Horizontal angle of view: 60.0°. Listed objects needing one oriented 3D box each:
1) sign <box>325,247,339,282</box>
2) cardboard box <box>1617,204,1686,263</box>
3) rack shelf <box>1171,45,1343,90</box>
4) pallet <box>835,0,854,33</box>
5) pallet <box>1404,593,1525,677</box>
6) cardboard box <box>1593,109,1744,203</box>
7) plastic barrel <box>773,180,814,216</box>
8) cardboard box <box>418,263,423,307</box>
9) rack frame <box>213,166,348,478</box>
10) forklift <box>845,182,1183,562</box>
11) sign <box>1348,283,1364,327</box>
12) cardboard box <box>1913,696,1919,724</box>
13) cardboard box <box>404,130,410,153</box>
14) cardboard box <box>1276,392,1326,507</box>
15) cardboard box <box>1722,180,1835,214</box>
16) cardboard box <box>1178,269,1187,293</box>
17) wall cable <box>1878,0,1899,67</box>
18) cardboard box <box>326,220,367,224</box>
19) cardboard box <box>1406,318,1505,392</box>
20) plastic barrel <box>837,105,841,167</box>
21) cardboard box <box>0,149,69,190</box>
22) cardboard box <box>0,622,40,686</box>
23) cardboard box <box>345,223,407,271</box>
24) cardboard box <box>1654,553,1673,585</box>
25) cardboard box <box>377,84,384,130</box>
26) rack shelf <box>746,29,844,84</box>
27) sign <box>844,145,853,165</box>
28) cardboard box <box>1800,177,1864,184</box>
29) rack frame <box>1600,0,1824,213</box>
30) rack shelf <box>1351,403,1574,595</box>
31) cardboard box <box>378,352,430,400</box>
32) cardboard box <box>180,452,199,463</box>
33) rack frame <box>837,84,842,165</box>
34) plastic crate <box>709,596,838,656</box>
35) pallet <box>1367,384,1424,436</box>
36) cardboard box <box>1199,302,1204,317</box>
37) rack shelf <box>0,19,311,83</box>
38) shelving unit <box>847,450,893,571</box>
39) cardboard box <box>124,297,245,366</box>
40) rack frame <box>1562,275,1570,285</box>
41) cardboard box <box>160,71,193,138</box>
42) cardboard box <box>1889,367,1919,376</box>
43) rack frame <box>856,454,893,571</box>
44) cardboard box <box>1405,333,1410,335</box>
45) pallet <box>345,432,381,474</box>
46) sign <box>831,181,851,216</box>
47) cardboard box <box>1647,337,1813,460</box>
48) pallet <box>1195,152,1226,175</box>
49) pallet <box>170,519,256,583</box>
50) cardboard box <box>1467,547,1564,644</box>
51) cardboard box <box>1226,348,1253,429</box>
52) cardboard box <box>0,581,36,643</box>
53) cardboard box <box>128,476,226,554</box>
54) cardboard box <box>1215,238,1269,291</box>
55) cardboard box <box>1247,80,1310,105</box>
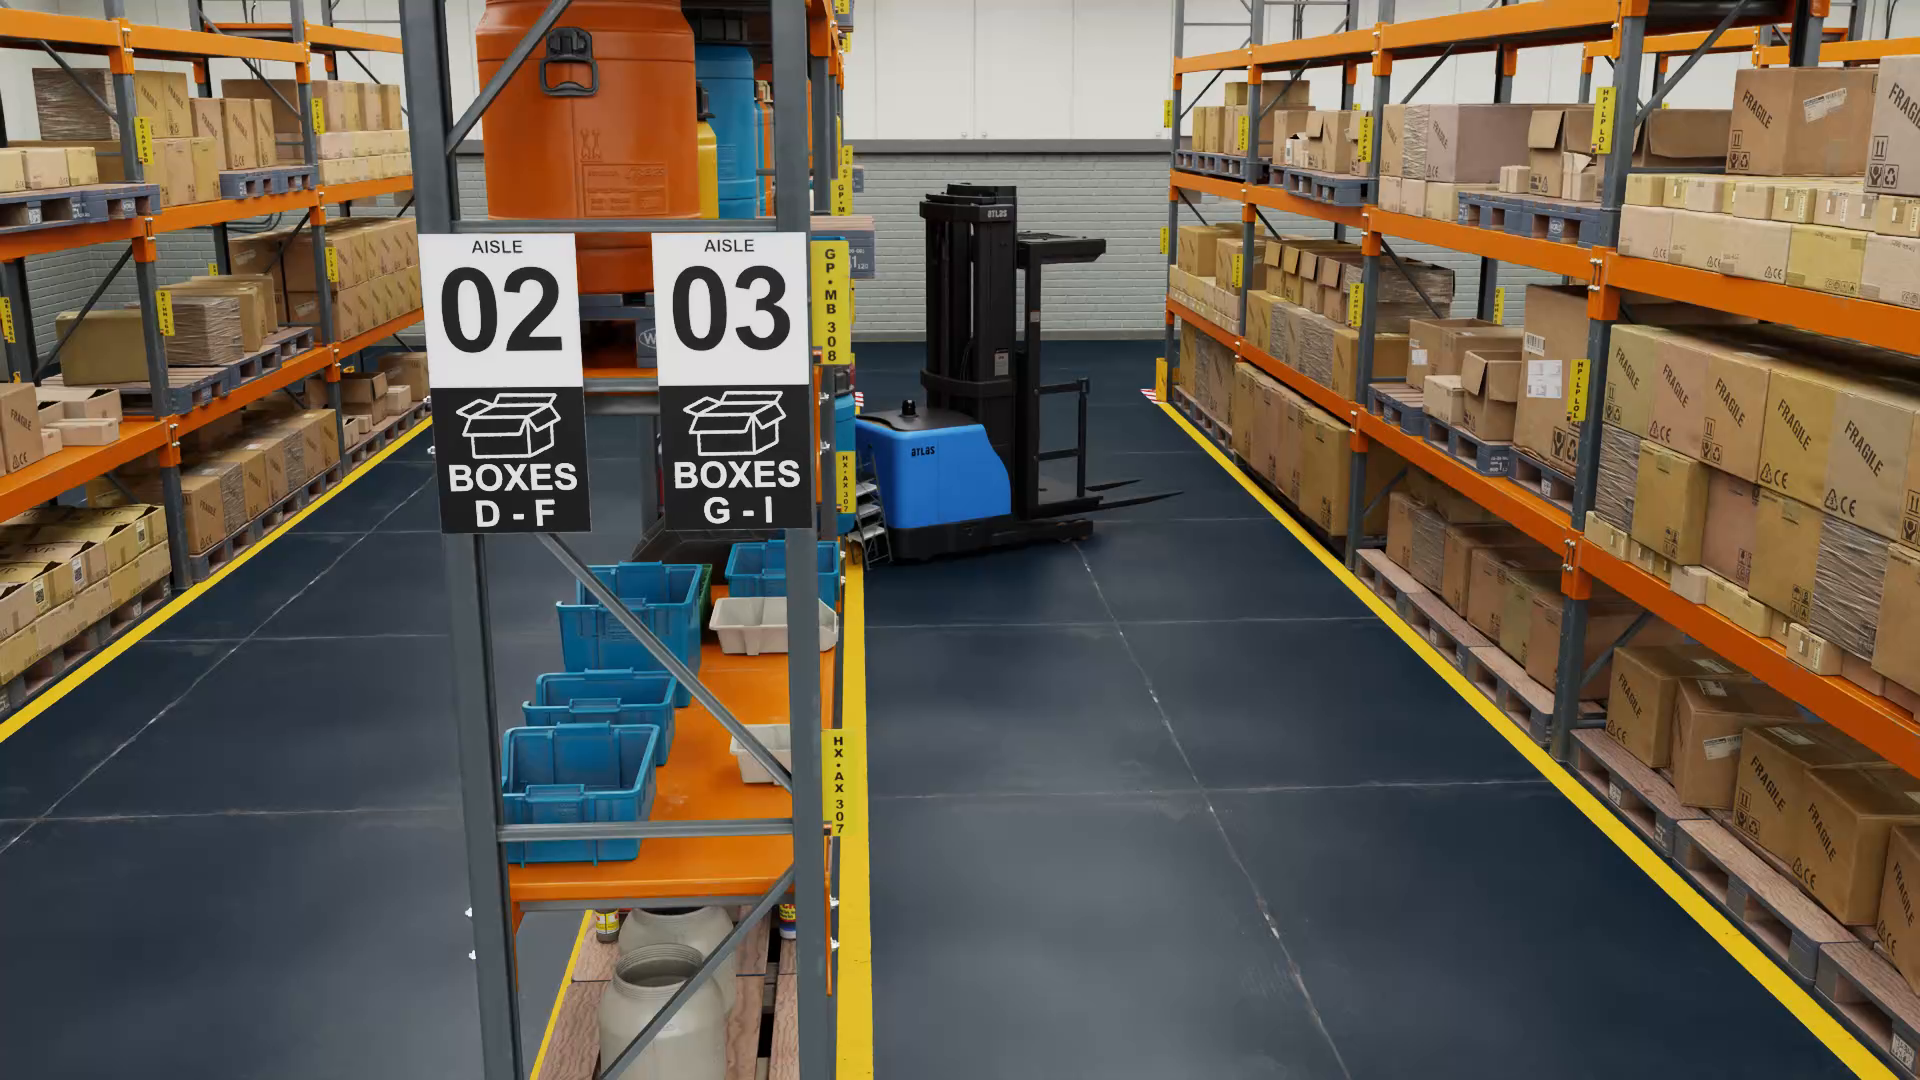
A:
[{"bbox_3d":[-6.026,-2.643,15.955,0.100,0.325,0.005,-1,14,-3],"label":"sign"},{"bbox_3d":[3.575,-1.499,8.116,0.500,0.250,0.500,-1,15,-6],"label":"cardboard box"},{"bbox_3d":[3.184,-5.086,17.979,1.077,0.370,4.000,-1,14,-3],"label":"rack shelf"},{"bbox_3d":[-1.402,-3.954,12.515,1.213,0.211,1.003,-1,14,-3],"label":"pallet"},{"bbox_3d":[3.675,0.617,11.203,1.003,0.211,1.213,-1,14,-3],"label":"pallet"},{"bbox_3d":[3.873,-2.060,8.942,0.797,0.503,0.637,-2,15,-6],"label":"cardboard box"},{"bbox_3d":[-1.076,-2.227,10.918,0.301,0.262,0.301,0,14,0],"label":"plastic barrel"},{"bbox_3d":[-6.528,-3.009,19.500,0.500,0.500,0.500,0,14,-2],"label":"cardboard box"},{"bbox_3d":[-6.580,-2.073,16.063,1.000,3.000,0.127,-1,14,-3],"label":"rack frame"},{"bbox_3d":[0.531,-1.502,13.981,3.031,2.935,1.130,-9,17,-31],"label":"forklift"},{"bbox_3d":[3.002,-1.781,12.607,0.100,0.325,0.005,-1,14,-3],"label":"sign"},{"bbox_3d":[3.746,0.628,6.072,0.380,0.149,0.250,-1,14,-3],"label":"cardboard box"},{"bbox_3d":[-6.541,-4.566,19.031,0.500,0.250,0.500,-1,14,-3],"label":"cardboard box"},{"bbox_3d":[3.486,-0.798,14.530,1.225,0.875,0.875,-1,14,-3],"label":"cardboard box"},{"bbox_3d":[3.654,-1.529,7.432,0.380,0.149,0.250,0,14,-2],"label":"cardboard box"},{"bbox_3d":[2.859,-3.038,19.520,0.500,0.250,0.500,-1,14,-4],"label":"cardboard box"},{"bbox_3d":[15.851,-7.751,26.017,2.988,3.039,0.133,-1,14,-3],"label":"wall cable"},{"bbox_3d":[-7.023,-3.356,18.843,0.500,0.500,0.500,-1,14,-3],"label":"cardboard box"},{"bbox_3d":[3.629,-1.348,12.203,0.500,0.500,0.500,-3,15,-10],"label":"cardboard box"},{"bbox_3d":[-1.377,-3.672,15.037,0.600,0.588,0.600,0,14,0],"label":"plastic barrel"},{"bbox_3d":[-6.197,-2.419,10.848,0.500,0.250,0.500,0,14,-2],"label":"cardboard box"},{"bbox_3d":[-5.927,0.685,10.020,0.500,0.250,0.500,-1,14,-5],"label":"cardboard box"},{"bbox_3d":[-6.457,-3.239,18.389,0.500,0.500,0.500,0,14,-2],"label":"cardboard box"},{"bbox_3d":[3.587,0.131,8.003,0.380,0.149,0.250,-1,14,-3],"label":"cardboard box"},{"bbox_3d":[-6.833,-4.800,18.435,0.700,0.500,0.500,-1,14,-3],"label":"cardboard box"},{"bbox_3d":[-1.512,-4.014,13.815,1.077,0.370,4.000,-1,14,-3],"label":"rack shelf"},{"bbox_3d":[-1.336,-4.558,19.911,0.100,0.325,0.005,-1,14,-3],"label":"sign"},{"bbox_3d":[4.139,-1.603,7.718,0.380,0.149,0.250,-2,15,-6],"label":"cardboard box"},{"bbox_3d":[3.803,-3.141,8.173,1.000,3.000,0.127,-1,14,-3],"label":"rack frame"},{"bbox_3d":[3.679,-0.384,10.944,1.077,0.370,4.000,-1,14,-3],"label":"rack shelf"},{"bbox_3d":[-6.548,-1.939,19.675,0.500,0.500,0.500,-1,14,-3],"label":"cardboard box"},{"bbox_3d":[-6.656,-0.438,13.843,0.500,0.500,0.500,-1,14,-5],"label":"cardboard box"},{"bbox_3d":[-1.636,-5.054,15.609,1.000,3.000,0.127,-1,14,-3],"label":"rack frame"},{"bbox_3d":[-0.787,0.369,7.102,0.530,0.136,0.437,-1,14,-3],"label":"plastic crate"},{"bbox_3d":[3.706,-0.962,12.129,1.213,0.211,1.003,-1,14,-3],"label":"pallet"},{"bbox_3d":[2.867,-2.557,18.448,0.380,0.149,0.250,-1,14,-3],"label":"cardboard box"},{"bbox_3d":[-6.456,-3.939,13.522,1.077,0.370,4.000,-1,14,-3],"label":"rack shelf"},{"bbox_3d":[-0.759,-0.234,13.055,0.258,0.900,0.210,-22,24,-31],"label":"shelving unit"},{"bbox_3d":[-6.350,-1.715,13.629,0.700,0.500,0.500,2,15,7],"label":"cardboard box"},{"bbox_3d":[8.016,-3.271,20.720,1.000,3.000,0.127,-1,14,-3],"label":"rack frame"},{"bbox_3d":[-6.416,-3.426,13.094,0.500,0.500,0.500,-1,14,-3],"label":"cardboard box"},{"bbox_3d":[4.196,-0.431,6.878,0.500,0.500,0.500,-1,14,-3],"label":"cardboard box"},{"bbox_3d":[-0.700,-0.214,12.975,0.240,0.900,0.006,-22,24,-31],"label":"rack frame"},{"bbox_3d":[3.797,-1.404,13.261,0.500,0.500,0.500,0,14,-2],"label":"cardboard box"},{"bbox_3d":[-6.622,-0.893,17.074,1.003,0.211,1.213,-1,14,-3],"label":"pallet"},{"bbox_3d":[-0.590,-1.622,8.271,0.100,0.325,0.005,-1,14,-3],"label":"sign"},{"bbox_3d":[3.610,-0.672,7.813,0.500,0.500,0.500,-1,14,-3],"label":"cardboard box"},{"bbox_3d":[3.195,-4.141,18.259,1.003,0.211,1.213,-1,14,-3],"label":"pallet"},{"bbox_3d":[-6.341,0.086,13.268,1.003,0.211,1.213,-1,14,-3],"label":"pallet"},{"bbox_3d":[3.741,0.351,10.775,0.700,0.500,0.500,-2,15,-8],"label":"cardboard box"},{"bbox_3d":[3.347,-1.565,17.509,0.875,0.875,0.875,-1,14,-3],"label":"cardboard box"},{"bbox_3d":[-5.920,0.414,9.949,0.500,0.311,0.500,-1,14,-5],"label":"cardboard box"},{"bbox_3d":[-6.075,-0.198,12.910,0.500,0.500,0.500,0,14,-1],"label":"cardboard box"},{"bbox_3d":[2.985,-2.894,17.455,0.500,0.500,0.500,-1,14,-3],"label":"cardboard box"},{"bbox_3d":[3.256,-4.575,17.019,0.500,0.250,0.500,-2,15,-7],"label":"cardboard box"}]
